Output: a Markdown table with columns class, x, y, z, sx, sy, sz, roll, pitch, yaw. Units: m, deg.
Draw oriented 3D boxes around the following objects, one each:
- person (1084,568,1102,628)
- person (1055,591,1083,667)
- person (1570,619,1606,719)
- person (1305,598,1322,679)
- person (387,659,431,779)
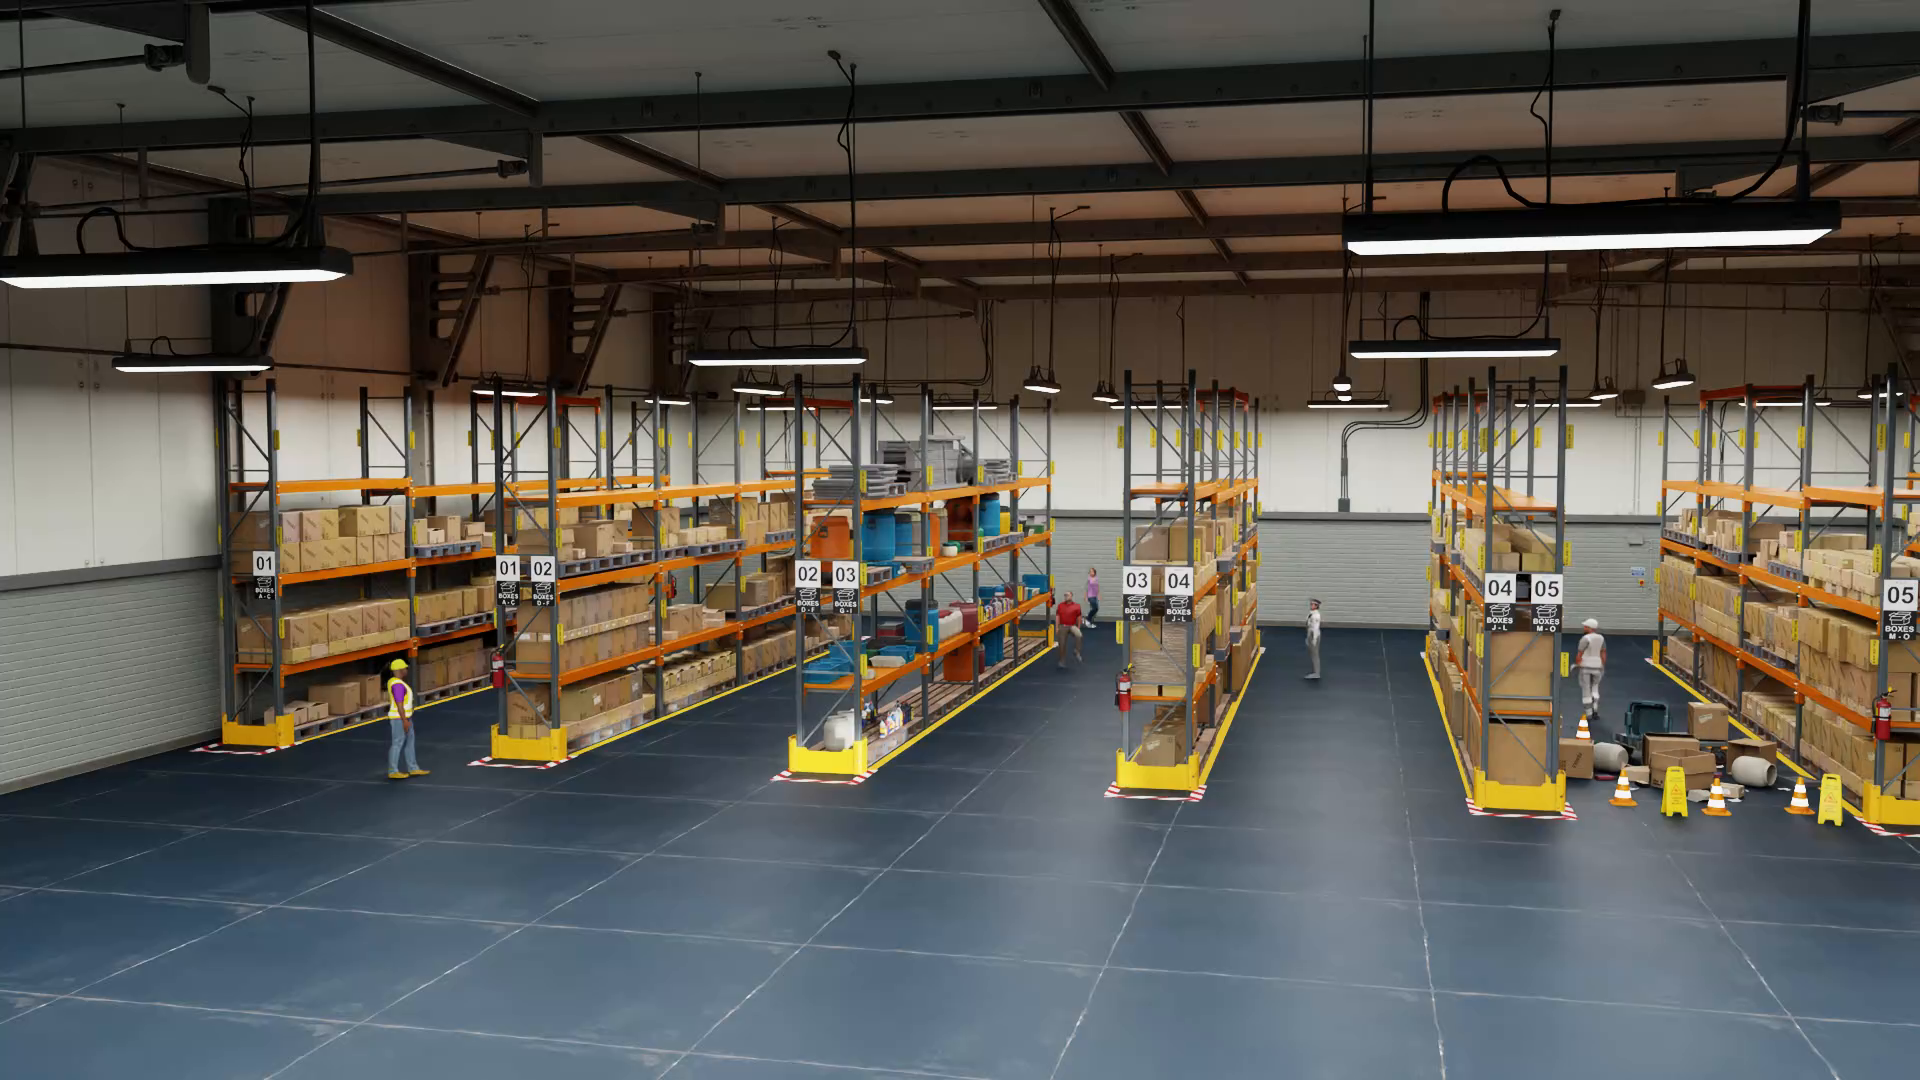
| class | x | y | z | sx | sy | sz | roll | pitch | yaw |
| --- | --- | --- | --- | --- | --- | --- | --- | --- | --- |
| person | 3.536 | 1.541 | 44.219 | 0.428 | 1.577 | 0.416 | 2 | 4 | 27 |
| person | 2.362 | 1.959 | 36.169 | 0.600 | 1.688 | 0.882 | 0 | 3 | -6 |
| person | 11.277 | 2.312 | 29.831 | 0.621 | 1.819 | 0.542 | 0 | 3 | 8 |
| person | 7.415 | 2.059 | 34.930 | 0.342 | 1.695 | 0.515 | 1 | 3 | 9 |
| person | -8.202 | 2.647 | 24.651 | 0.575 | 1.772 | 0.619 | 0 | 3 | -5 |
